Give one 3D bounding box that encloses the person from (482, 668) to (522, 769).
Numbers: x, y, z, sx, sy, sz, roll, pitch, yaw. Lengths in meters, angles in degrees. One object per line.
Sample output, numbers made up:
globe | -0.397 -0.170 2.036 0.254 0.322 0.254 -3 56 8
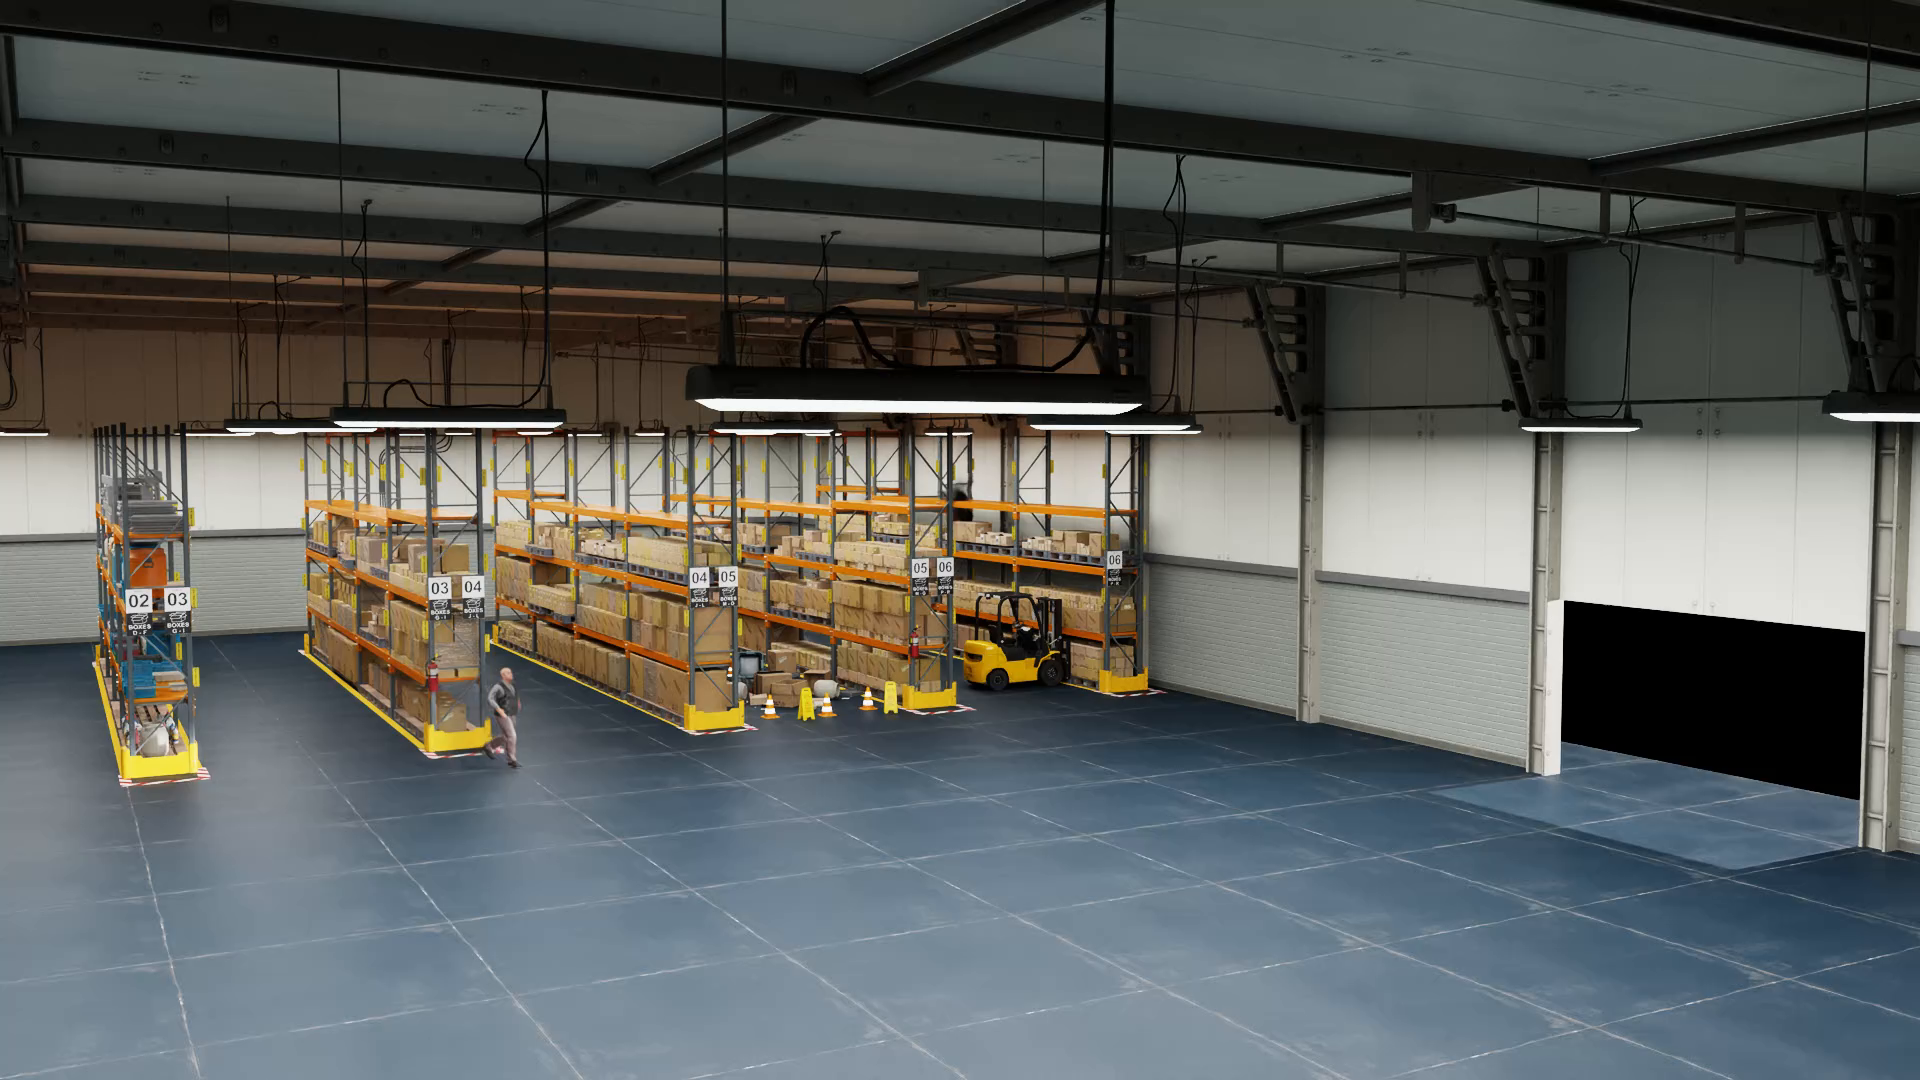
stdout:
person | -7.994 3.098 29.107 0.843 1.740 0.671 1 4 20
